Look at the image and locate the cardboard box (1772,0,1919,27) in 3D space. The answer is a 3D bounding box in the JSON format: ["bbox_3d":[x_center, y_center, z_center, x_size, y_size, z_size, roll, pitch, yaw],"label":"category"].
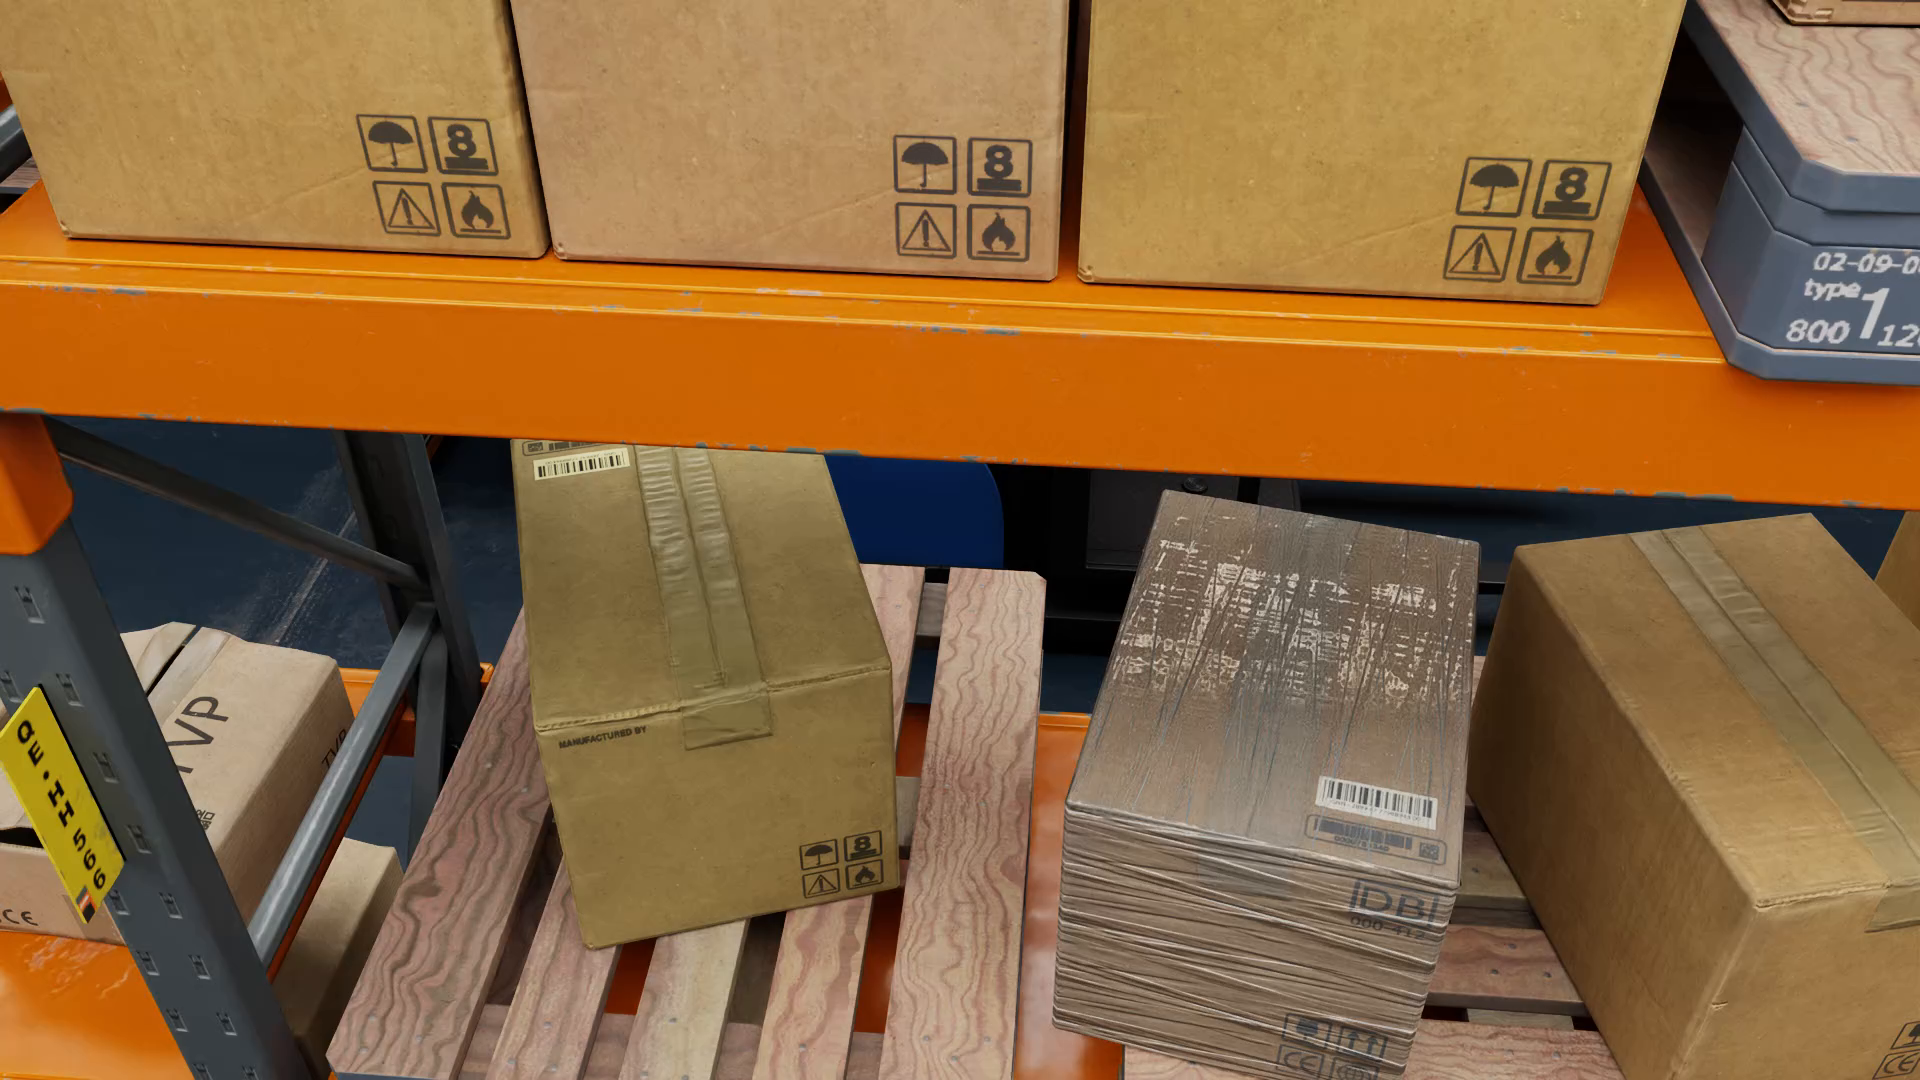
[{"bbox_3d":[1.099,-0.899,1.611,0.600,0.600,0.600,2,39,2],"label":"cardboard box"}]

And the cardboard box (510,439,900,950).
[{"bbox_3d":[-0.424,0.193,2.725,0.500,0.500,0.700,-9,40,-11],"label":"cardboard box"}]

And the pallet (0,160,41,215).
[{"bbox_3d":[-3.847,-1.779,7.769,1.213,0.211,1.003,3,39,4],"label":"pallet"}]

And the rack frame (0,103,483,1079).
[{"bbox_3d":[-1.061,0.431,2.844,0.127,3.000,1.000,3,39,4],"label":"rack frame"}]

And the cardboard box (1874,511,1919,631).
[{"bbox_3d":[1.780,0.284,2.614,0.500,0.500,0.700,9,40,11],"label":"cardboard box"}]

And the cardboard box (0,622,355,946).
[{"bbox_3d":[-1.420,0.419,2.930,0.500,0.311,0.500,5,39,7],"label":"cardboard box"}]

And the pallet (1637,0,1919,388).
[{"bbox_3d":[1.246,-0.575,1.853,1.003,0.211,1.213,3,39,4],"label":"pallet"}]

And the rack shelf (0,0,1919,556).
[{"bbox_3d":[0.931,-0.344,1.990,4.000,0.370,1.077,3,39,4],"label":"rack shelf"}]

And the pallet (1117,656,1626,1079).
[{"bbox_3d":[0.876,0.609,2.778,1.213,0.211,1.003,3,39,4],"label":"pallet"}]

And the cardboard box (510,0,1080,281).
[{"bbox_3d":[-0.116,-0.740,1.828,0.500,0.500,0.910,3,39,4],"label":"cardboard box"}]

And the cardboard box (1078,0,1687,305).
[{"bbox_3d":[0.402,-0.712,1.793,0.500,0.500,0.910,3,39,4],"label":"cardboard box"}]

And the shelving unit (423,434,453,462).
[{"bbox_3d":[-1.413,-0.846,5.601,1.083,1.500,0.587,3,39,4],"label":"shelving unit"}]

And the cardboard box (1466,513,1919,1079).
[{"bbox_3d":[1.158,0.390,2.483,0.500,0.500,0.700,-6,40,-8],"label":"cardboard box"}]

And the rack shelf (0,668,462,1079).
[{"bbox_3d":[-3.054,0.601,3.205,4.000,0.370,1.077,3,39,4],"label":"rack shelf"}]

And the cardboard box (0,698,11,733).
[{"bbox_3d":[-1.936,0.295,3.081,0.500,0.311,0.500,3,39,3],"label":"cardboard box"}]

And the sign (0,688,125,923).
[{"bbox_3d":[-1.106,0.332,2.049,0.005,0.325,0.100,3,39,4],"label":"sign"}]

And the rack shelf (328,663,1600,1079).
[{"bbox_3d":[0.931,0.819,2.937,4.000,0.370,1.077,3,39,4],"label":"rack shelf"}]

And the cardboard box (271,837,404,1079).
[{"bbox_3d":[-1.558,0.904,3.664,0.500,0.311,0.500,4,39,5],"label":"cardboard box"}]

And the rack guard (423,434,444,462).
[{"bbox_3d":[-1.909,-0.390,6.031,0.087,0.250,0.587,3,39,4],"label":"rack guard"}]

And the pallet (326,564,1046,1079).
[{"bbox_3d":[-0.380,0.499,2.913,1.003,0.211,1.213,3,39,4],"label":"pallet"}]

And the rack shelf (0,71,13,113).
[{"bbox_3d":[-3.054,-0.562,2.258,4.000,0.370,1.077,3,39,4],"label":"rack shelf"}]

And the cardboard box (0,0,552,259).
[{"bbox_3d":[-0.624,-0.768,1.862,0.500,0.500,0.910,3,39,4],"label":"cardboard box"}]

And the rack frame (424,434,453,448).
[{"bbox_3d":[-1.928,-0.876,5.638,0.032,1.500,0.500,3,39,4],"label":"rack frame"}]

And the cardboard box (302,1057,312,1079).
[{"bbox_3d":[-1.605,1.244,3.247,0.500,0.311,0.500,4,39,5],"label":"cardboard box"}]

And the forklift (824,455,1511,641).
[{"bbox_3d":[0.628,-1.103,4.784,3.031,2.935,1.130,3,39,4],"label":"forklift"}]

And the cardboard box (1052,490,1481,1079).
[{"bbox_3d":[0.470,0.363,2.516,0.500,0.500,0.700,10,40,12],"label":"cardboard box"}]

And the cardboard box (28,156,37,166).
[{"bbox_3d":[-3.888,-2.074,7.553,0.500,0.500,0.700,4,39,5],"label":"cardboard box"}]
